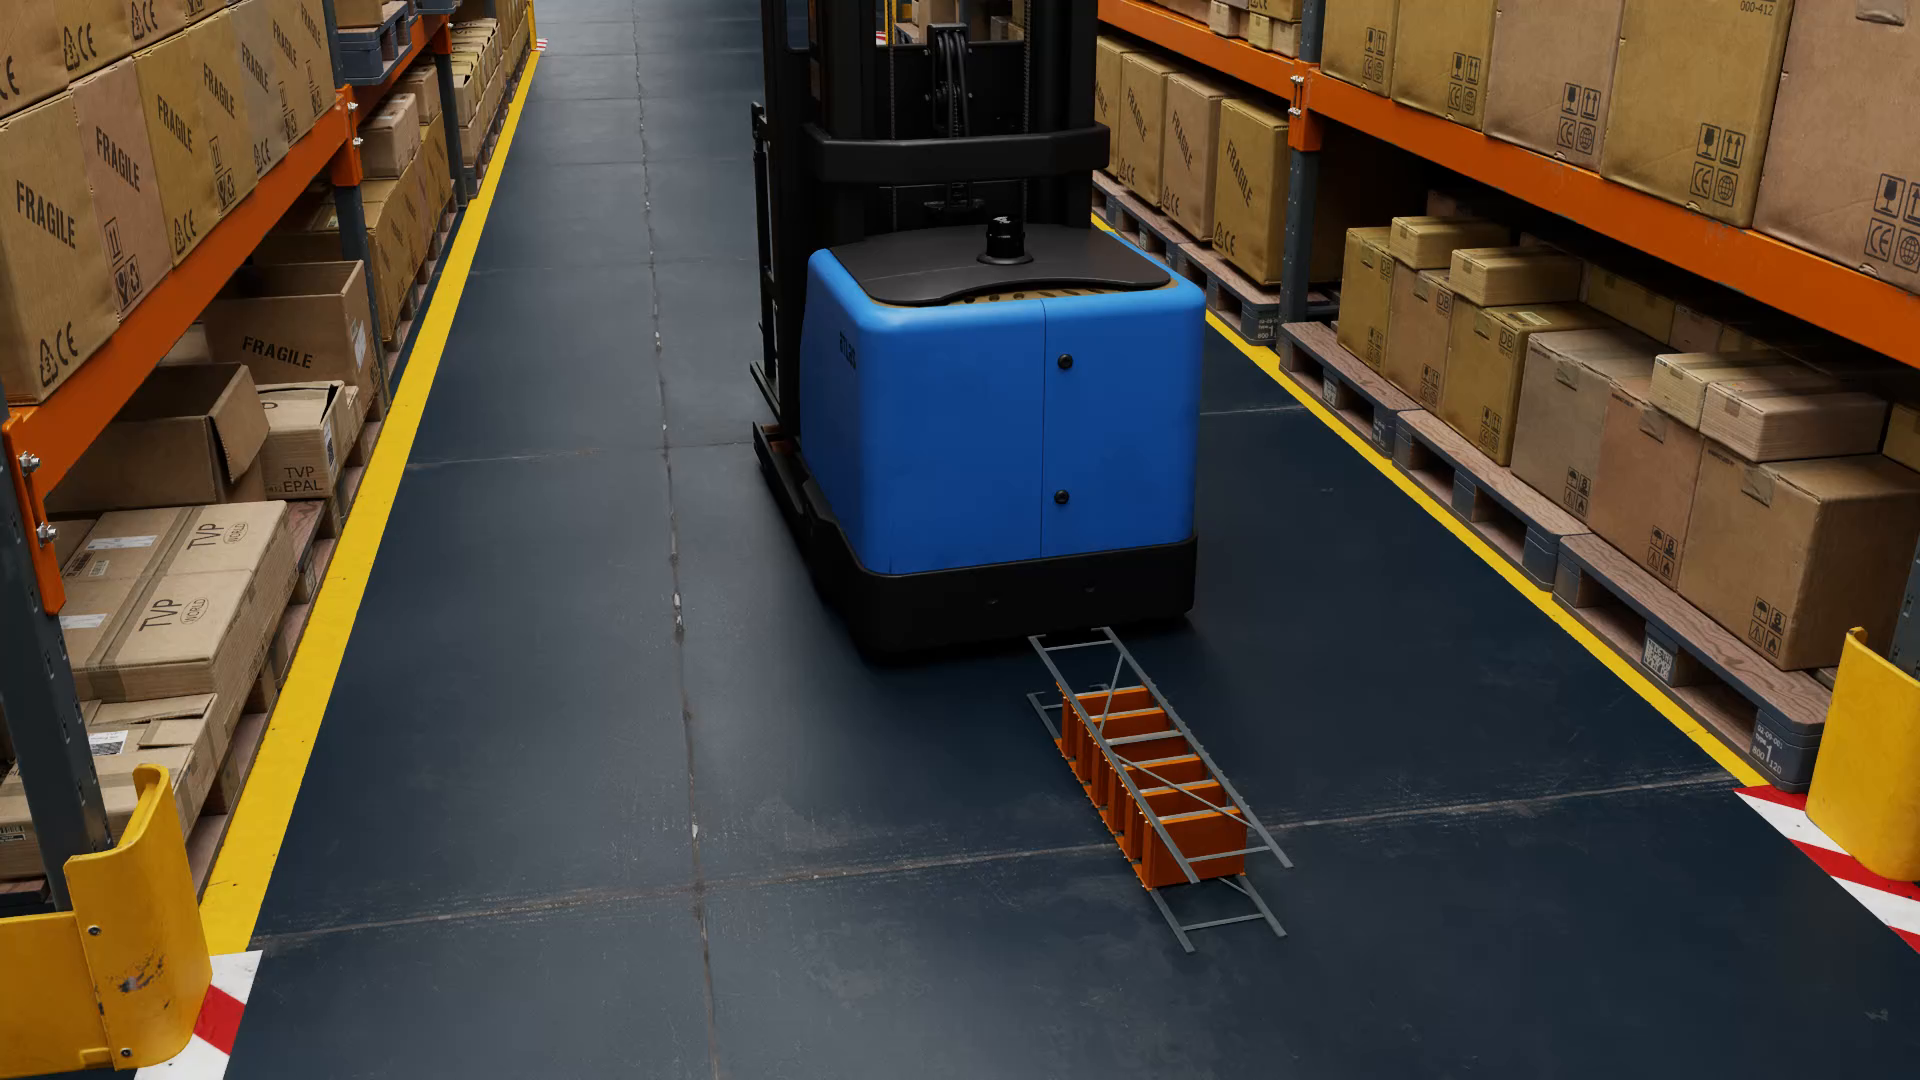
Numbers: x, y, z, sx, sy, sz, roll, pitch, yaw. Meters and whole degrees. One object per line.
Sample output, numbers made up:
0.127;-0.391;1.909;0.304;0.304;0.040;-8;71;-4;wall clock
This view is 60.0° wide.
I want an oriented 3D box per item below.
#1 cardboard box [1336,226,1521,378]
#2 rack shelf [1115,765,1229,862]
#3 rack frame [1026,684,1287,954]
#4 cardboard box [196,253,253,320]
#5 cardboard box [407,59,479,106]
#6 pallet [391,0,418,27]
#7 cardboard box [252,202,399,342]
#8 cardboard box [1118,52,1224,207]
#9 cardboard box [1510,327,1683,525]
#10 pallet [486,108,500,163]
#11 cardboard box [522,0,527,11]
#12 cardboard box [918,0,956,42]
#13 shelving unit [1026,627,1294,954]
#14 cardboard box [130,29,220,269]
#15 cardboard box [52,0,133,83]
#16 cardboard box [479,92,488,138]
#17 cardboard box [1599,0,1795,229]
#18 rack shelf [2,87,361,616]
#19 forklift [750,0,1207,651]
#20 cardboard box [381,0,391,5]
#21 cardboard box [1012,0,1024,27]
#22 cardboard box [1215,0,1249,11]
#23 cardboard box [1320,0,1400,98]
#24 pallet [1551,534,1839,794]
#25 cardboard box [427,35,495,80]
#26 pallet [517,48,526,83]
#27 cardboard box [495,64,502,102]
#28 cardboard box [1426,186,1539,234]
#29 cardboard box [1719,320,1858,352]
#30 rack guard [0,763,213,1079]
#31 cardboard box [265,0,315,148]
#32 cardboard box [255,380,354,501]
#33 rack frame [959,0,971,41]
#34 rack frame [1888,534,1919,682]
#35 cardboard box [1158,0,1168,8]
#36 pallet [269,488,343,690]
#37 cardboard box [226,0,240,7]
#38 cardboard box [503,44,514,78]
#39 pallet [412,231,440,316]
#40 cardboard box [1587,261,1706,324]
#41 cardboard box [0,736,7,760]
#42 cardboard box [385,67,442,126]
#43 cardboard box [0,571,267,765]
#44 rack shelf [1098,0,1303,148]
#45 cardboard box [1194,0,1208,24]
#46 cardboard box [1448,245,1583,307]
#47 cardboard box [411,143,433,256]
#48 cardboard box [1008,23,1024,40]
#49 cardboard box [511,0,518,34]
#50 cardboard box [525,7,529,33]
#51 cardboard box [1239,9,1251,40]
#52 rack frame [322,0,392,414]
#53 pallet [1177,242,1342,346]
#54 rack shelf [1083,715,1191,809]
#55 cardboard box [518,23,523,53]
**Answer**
2.008;-1.005;6.901;0.700;0.500;0.500;-4;24;-9;cardboard box
0.511;0.655;4.008;0.258;0.180;0.103;-6;25;-14;rack shelf
0.460;0.662;4.218;0.240;0.006;1.200;-6;25;-14;rack frame
-3.270;-1.120;7.141;0.500;0.500;0.500;-4;24;-10;cardboard box
-3.550;-3.088;11.283;0.500;0.311;0.500;-5;24;-11;cardboard box
-3.273;-2.612;8.223;1.003;0.211;1.213;-4;24;-10;pallet
-2.747;-1.156;7.222;0.500;0.500;0.500;-5;24;-12;cardboard box
1.394;-2.396;9.650;0.750;0.750;0.750;-4;24;-10;cardboard box
2.296;-0.396;5.507;0.700;0.500;0.500;-5;24;-11;cardboard box
-3.973;-2.993;12.338;1.003;0.211;1.213;-4;24;-10;pallet
-4.725;-5.699;17.024;0.500;0.500;0.500;-4;24;-10;cardboard box
-0.017;-5.240;16.574;0.700;0.500;0.500;-6;24;-13;cardboard box
0.460;0.578;4.181;0.258;0.189;1.200;-6;25;-14;shelving unit
-2.171;-0.958;4.071;0.500;0.500;0.500;-4;24;-10;cardboard box
-2.085;-1.221;3.424;0.500;0.500;0.500;-4;24;-9;cardboard box
-3.641;-3.027;11.843;0.500;0.250;0.500;-5;24;-11;cardboard box
2.460;-1.309;4.624;0.980;0.700;0.700;-4;24;-10;cardboard box
-2.527;-0.775;4.676;1.077;0.370;4.000;-4;24;-10;rack shelf
-0.166;-1.583;5.713;1.130;2.935;3.031;-6;24;-14;forklift
-2.954;-2.598;7.302;0.700;0.500;0.500;-1;24;-1;cardboard box
0.728;-4.345;13.587;0.500;0.250;0.500;-5;24;-11;cardboard box
1.533;-2.814;7.923;0.500;0.500;0.500;-4;24;-9;cardboard box
2.055;-2.182;6.624;0.980;0.700;0.700;-4;24;-9;cardboard box
2.485;0.283;4.838;1.003;0.211;1.213;-4;24;-10;pallet
-3.828;-3.689;12.658;0.500;0.311;0.500;-4;24;-10;cardboard box
-4.711;-4.557;15.920;1.003;0.211;1.213;-4;24;-10;pallet
-3.923;-3.630;13.224;0.500;0.250;0.500;-5;24;-11;cardboard box
2.176;-1.374;6.936;0.380;0.149;0.250;-4;24;-10;cardboard box
2.562;-0.562;5.076;0.380;0.149;0.250;-4;24;-9;cardboard box
-2.172;0.798;3.299;1.175;0.500;0.348;-4;24;-10;rack guard
-2.456;-1.557;5.442;0.500;0.500;0.500;-4;24;-8;cardboard box
-2.374;-0.363;5.643;0.500;0.311;0.500;-4;24;-10;cardboard box
0.491;-5.406;14.381;1.000;3.000;0.127;-4;24;-10;rack frame
2.710;-0.686;3.573;1.000;3.000;0.127;-4;24;-10;rack frame
1.329;-3.076;9.335;0.380;0.149;0.250;-4;24;-9;cardboard box
-2.542;0.138;5.172;1.003;0.211;1.213;-4;24;-10;pallet
-2.359;-1.816;4.787;0.500;0.500;0.500;-4;24;-9;cardboard box
-4.164;-4.175;14.473;0.500;0.250;0.500;-4;24;-10;cardboard box
-3.314;-1.412;8.718;1.003;0.211;1.213;-4;24;-10;pallet
2.420;-0.862;5.764;0.380;0.149;0.250;-5;24;-11;cardboard box
-2.487;0.417;4.038;0.380;0.166;0.250;-4;24;-10;cardboard box
-3.219;-2.492;9.345;0.500;0.250;0.500;-3;24;-8;cardboard box
-2.072;0.309;4.181;0.500;0.250;0.500;-4;24;-10;cardboard box
1.601;-2.717;9.121;1.077;0.370;4.000;-4;24;-10;rack shelf
1.438;-2.769;8.630;0.380;0.149;0.250;-5;24;-11;cardboard box
1.989;-0.949;5.962;0.380;0.149;0.250;-5;24;-11;cardboard box
-3.035;-1.761;8.607;0.500;0.500;0.500;-5;24;-12;cardboard box
0.788;-3.975;13.676;0.700;0.500;0.500;-5;24;-11;cardboard box
-4.340;-4.913;15.225;0.500;0.500;0.500;-4;24;-10;cardboard box
-4.727;-5.355;17.174;0.500;0.250;0.500;-4;24;-10;cardboard box
1.556;-2.468;7.943;0.380;0.149;0.250;-4;24;-8;cardboard box
-2.897;-1.891;6.333;1.000;3.000;0.127;-4;24;-10;rack frame
1.754;-1.280;8.416;1.003;0.211;1.213;-4;24;-10;pallet
0.449;0.561;4.220;0.258;0.180;0.103;-6;25;-14;rack shelf
-4.437;-4.766;15.825;0.500;0.250;0.500;-4;24;-10;cardboard box
